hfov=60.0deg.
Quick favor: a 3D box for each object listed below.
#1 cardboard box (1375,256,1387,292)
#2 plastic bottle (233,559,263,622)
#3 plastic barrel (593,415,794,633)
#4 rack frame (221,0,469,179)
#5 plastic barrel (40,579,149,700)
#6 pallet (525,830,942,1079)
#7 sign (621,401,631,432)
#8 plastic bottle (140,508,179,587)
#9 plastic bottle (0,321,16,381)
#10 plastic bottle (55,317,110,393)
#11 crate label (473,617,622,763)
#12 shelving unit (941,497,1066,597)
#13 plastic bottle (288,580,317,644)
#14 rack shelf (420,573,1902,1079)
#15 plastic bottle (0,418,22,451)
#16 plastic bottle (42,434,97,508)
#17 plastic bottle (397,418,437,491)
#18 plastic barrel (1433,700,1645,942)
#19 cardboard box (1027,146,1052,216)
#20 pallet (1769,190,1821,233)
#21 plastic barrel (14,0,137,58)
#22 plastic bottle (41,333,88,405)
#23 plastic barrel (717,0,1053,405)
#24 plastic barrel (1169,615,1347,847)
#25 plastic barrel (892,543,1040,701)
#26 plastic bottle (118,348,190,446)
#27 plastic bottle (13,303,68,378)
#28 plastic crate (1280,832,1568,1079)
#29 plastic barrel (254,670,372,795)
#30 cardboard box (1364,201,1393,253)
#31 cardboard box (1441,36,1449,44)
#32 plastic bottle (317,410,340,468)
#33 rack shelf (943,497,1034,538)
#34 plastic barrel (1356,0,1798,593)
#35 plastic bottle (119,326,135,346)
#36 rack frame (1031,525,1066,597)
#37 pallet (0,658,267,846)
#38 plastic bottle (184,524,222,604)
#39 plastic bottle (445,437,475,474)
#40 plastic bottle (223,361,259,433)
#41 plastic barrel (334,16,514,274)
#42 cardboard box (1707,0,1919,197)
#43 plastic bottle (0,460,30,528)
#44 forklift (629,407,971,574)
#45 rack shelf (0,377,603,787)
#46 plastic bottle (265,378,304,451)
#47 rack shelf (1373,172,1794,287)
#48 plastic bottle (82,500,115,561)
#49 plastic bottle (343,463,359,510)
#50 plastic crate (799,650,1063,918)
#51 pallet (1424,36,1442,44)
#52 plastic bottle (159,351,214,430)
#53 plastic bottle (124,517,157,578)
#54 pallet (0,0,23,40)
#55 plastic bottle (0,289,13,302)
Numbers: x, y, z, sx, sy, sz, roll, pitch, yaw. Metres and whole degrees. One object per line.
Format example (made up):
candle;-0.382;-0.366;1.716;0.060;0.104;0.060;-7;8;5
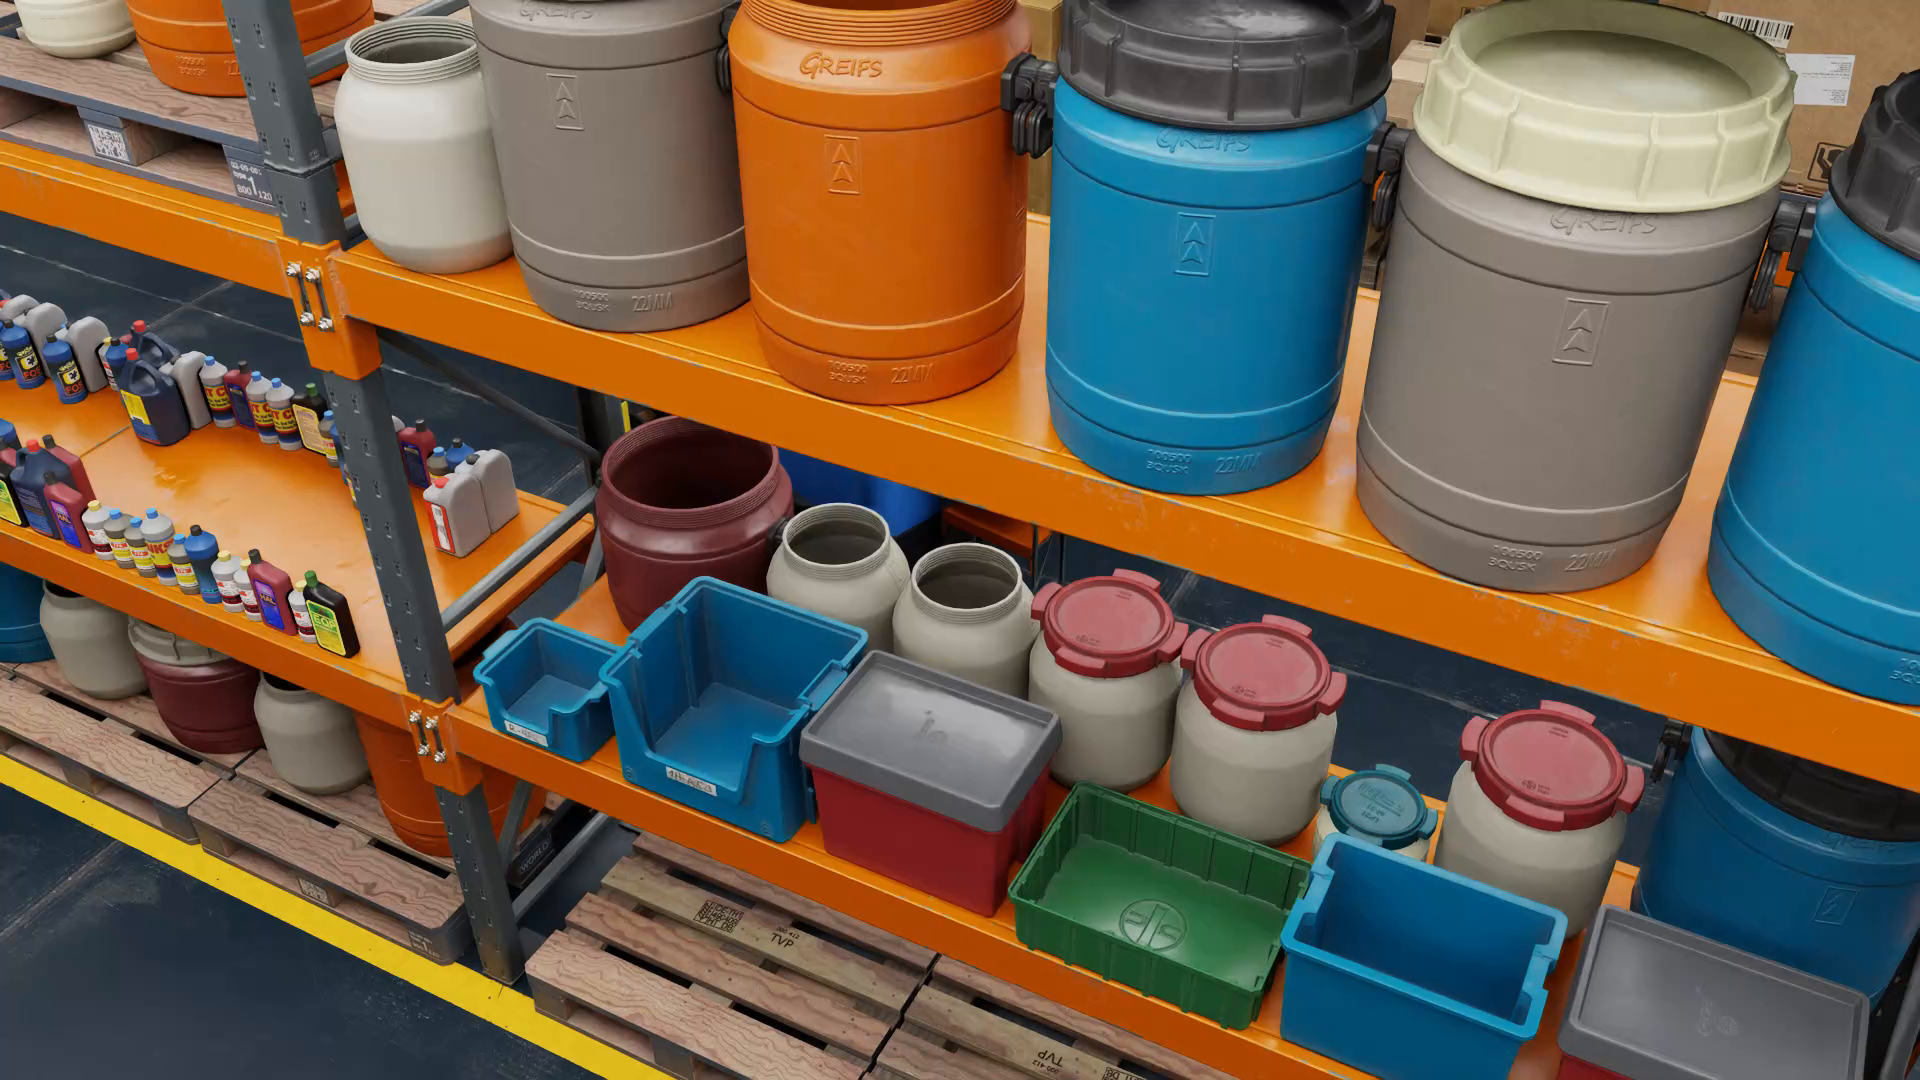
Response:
cardboard box;2.520;-1.301;8.687;0.500;0.500;0.700;21;42;25
plastic bottle;-2.222;0.150;5.235;0.097;0.201;0.097;0;37;0
plastic barrel;-0.816;-0.027;5.192;0.708;0.536;0.600;17;41;21
rack frame;-1.367;-2.329;3.375;0.127;3.000;1.000;17;41;21
plastic barrel;-3.355;0.334;6.539;0.421;0.512;0.421;0;37;0
pallet;-0.697;1.408;5.721;1.213;0.211;1.003;17;41;21
sign;-1.120;-0.302;5.532;0.005;0.325;0.100;17;41;21
plastic bottle;-2.567;0.014;5.357;0.097;0.271;0.097;0;37;0
plastic bottle;-3.689;-0.750;6.364;0.097;0.271;0.097;0;37;0
plastic bottle;-3.323;-0.722;6.323;0.135;0.276;0.152;17;41;21
crate label;-1.165;0.446;4.820;0.416;0.233;0.303;17;41;21
shelving unit;0.190;-0.265;7.107;0.503;1.200;0.258;25;44;29
plastic bottle;-2.017;0.214;5.151;0.097;0.201;0.097;0;37;0
rack shelf;0.409;0.903;4.674;4.000;0.370;1.077;17;41;21
plastic bottle;-3.326;-0.321;5.799;0.097;0.271;0.097;0;37;0
plastic bottle;-3.035;-0.223;5.659;0.133;0.283;0.061;17;41;21
plastic bottle;-1.874;-0.303;5.764;0.133;0.283;0.061;17;41;21
plastic barrel;1.436;0.735;4.189;0.433;0.535;0.433;0;37;0
cardboard box;0.307;-2.123;9.475;0.875;0.875;1.225;16;40;19
pallet;3.851;-1.701;7.668;1.213;0.211;1.003;17;41;21
plastic barrel;-2.387;-1.466;4.486;0.301;0.262;0.301;0;37;0
plastic bottle;-3.364;-0.648;6.230;0.097;0.271;0.097;0;37;0
plastic barrel;-0.157;-0.778;3.459;0.708;0.830;0.600;17;41;21
plastic barrel;0.785;0.531;4.457;0.433;0.535;0.433;0;37;0
plastic barrel;0.019;0.305;4.775;0.421;0.512;0.421;0;37;0
plastic bottle;-2.925;-0.527;6.004;0.185;0.351;0.144;17;41;21
plastic bottle;-3.529;-0.787;6.408;0.135;0.276;0.152;17;41;21
plastic crate;1.062;1.039;3.913;0.575;0.384;0.392;17;41;21
plastic barrel;-2.352;0.648;6.125;0.421;0.512;0.421;0;37;0
cardboard box;1.995;-1.765;8.677;0.500;0.250;0.500;22;42;26
cardboard box;2.516;-2.394;8.186;0.258;0.266;0.396;16;40;20
plastic bottle;-2.222;-0.367;5.917;0.097;0.201;0.097;0;37;0
rack shelf;0.190;-0.212;7.148;0.480;0.148;0.258;25;44;29
plastic barrel;1.053;-0.428;2.938;0.600;0.901;0.600;0;37;0
plastic bottle;-3.096;-0.686;6.269;0.133;0.283;0.061;17;41;21
rack frame;0.384;-0.176;6.990;0.015;1.200;0.240;25;44;29
pallet;-3.166;0.635;6.739;1.213;0.211;1.003;17;41;21
plastic bottle;-2.394;0.068;5.286;0.097;0.271;0.097;0;37;0
plastic bottle;-1.693;-0.229;5.677;0.097;0.271;0.097;0;37;0
plastic bottle;-2.608;-0.533;6.067;0.133;0.283;0.061;17;41;21
plastic barrel;-1.232;-0.928;3.918;0.421;0.512;0.421;0;37;0
cardboard box;3.821;-2.189;7.309;1.000;1.000;1.000;18;41;22
plastic bottle;-3.220;-0.183;5.606;0.133;0.283;0.061;17;41;21
forklift;-1.018;-1.761;7.646;1.130;2.935;3.031;-30;46;-33
rack shelf;-3.143;-0.209;6.139;4.000;0.370;1.077;17;41;21
plastic bottle;-2.427;-0.459;5.980;0.097;0.271;0.097;0;37;0
rack shelf;2.687;-1.756;8.177;4.000;0.370;1.077;17;41;21
plastic bottle;-2.827;-0.039;5.485;0.097;0.201;0.097;0;37;0
plastic bottle;-2.054;-0.211;5.711;0.097;0.201;0.097;0;37;0
plastic crate;-0.073;0.649;4.362;0.583;0.464;0.402;17;41;21
pallet;3.947;-3.863;12.665;1.213;0.211;1.003;17;41;21
plastic bottle;-2.834;-0.569;6.122;0.135;0.276;0.152;17;41;21
plastic bottle;-2.654;0.015;5.414;0.097;0.201;0.097;0;37;0
pallet;-3.170;-1.692;5.173;1.213;0.211;1.003;17;41;21
plastic bottle;-3.788;-0.901;6.496;0.185;0.351;0.144;17;41;21
